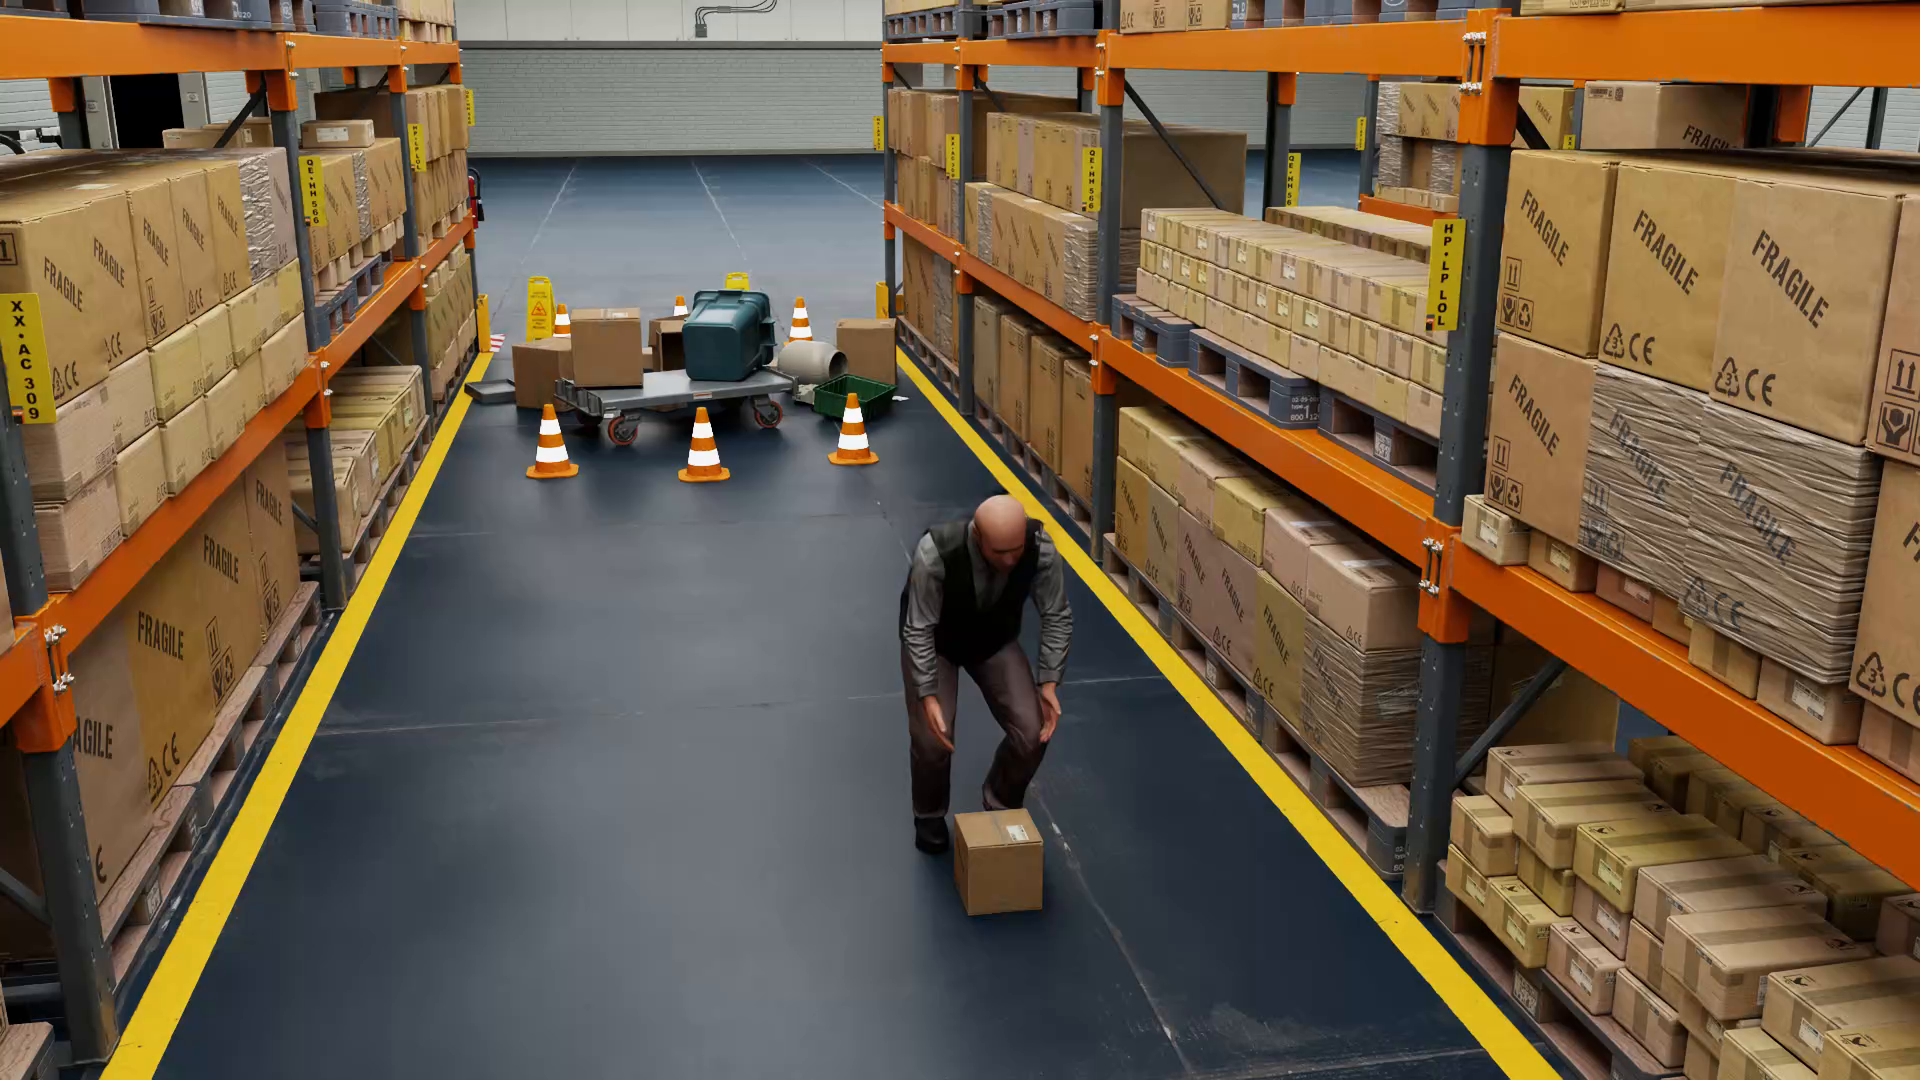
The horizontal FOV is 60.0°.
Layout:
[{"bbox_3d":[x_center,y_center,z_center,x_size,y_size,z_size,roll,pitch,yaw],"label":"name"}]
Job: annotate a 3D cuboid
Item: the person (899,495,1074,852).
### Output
[{"bbox_3d":[0.076,0.429,5.790,0.590,1.345,0.742,-3,17,-10],"label":"person"}]
